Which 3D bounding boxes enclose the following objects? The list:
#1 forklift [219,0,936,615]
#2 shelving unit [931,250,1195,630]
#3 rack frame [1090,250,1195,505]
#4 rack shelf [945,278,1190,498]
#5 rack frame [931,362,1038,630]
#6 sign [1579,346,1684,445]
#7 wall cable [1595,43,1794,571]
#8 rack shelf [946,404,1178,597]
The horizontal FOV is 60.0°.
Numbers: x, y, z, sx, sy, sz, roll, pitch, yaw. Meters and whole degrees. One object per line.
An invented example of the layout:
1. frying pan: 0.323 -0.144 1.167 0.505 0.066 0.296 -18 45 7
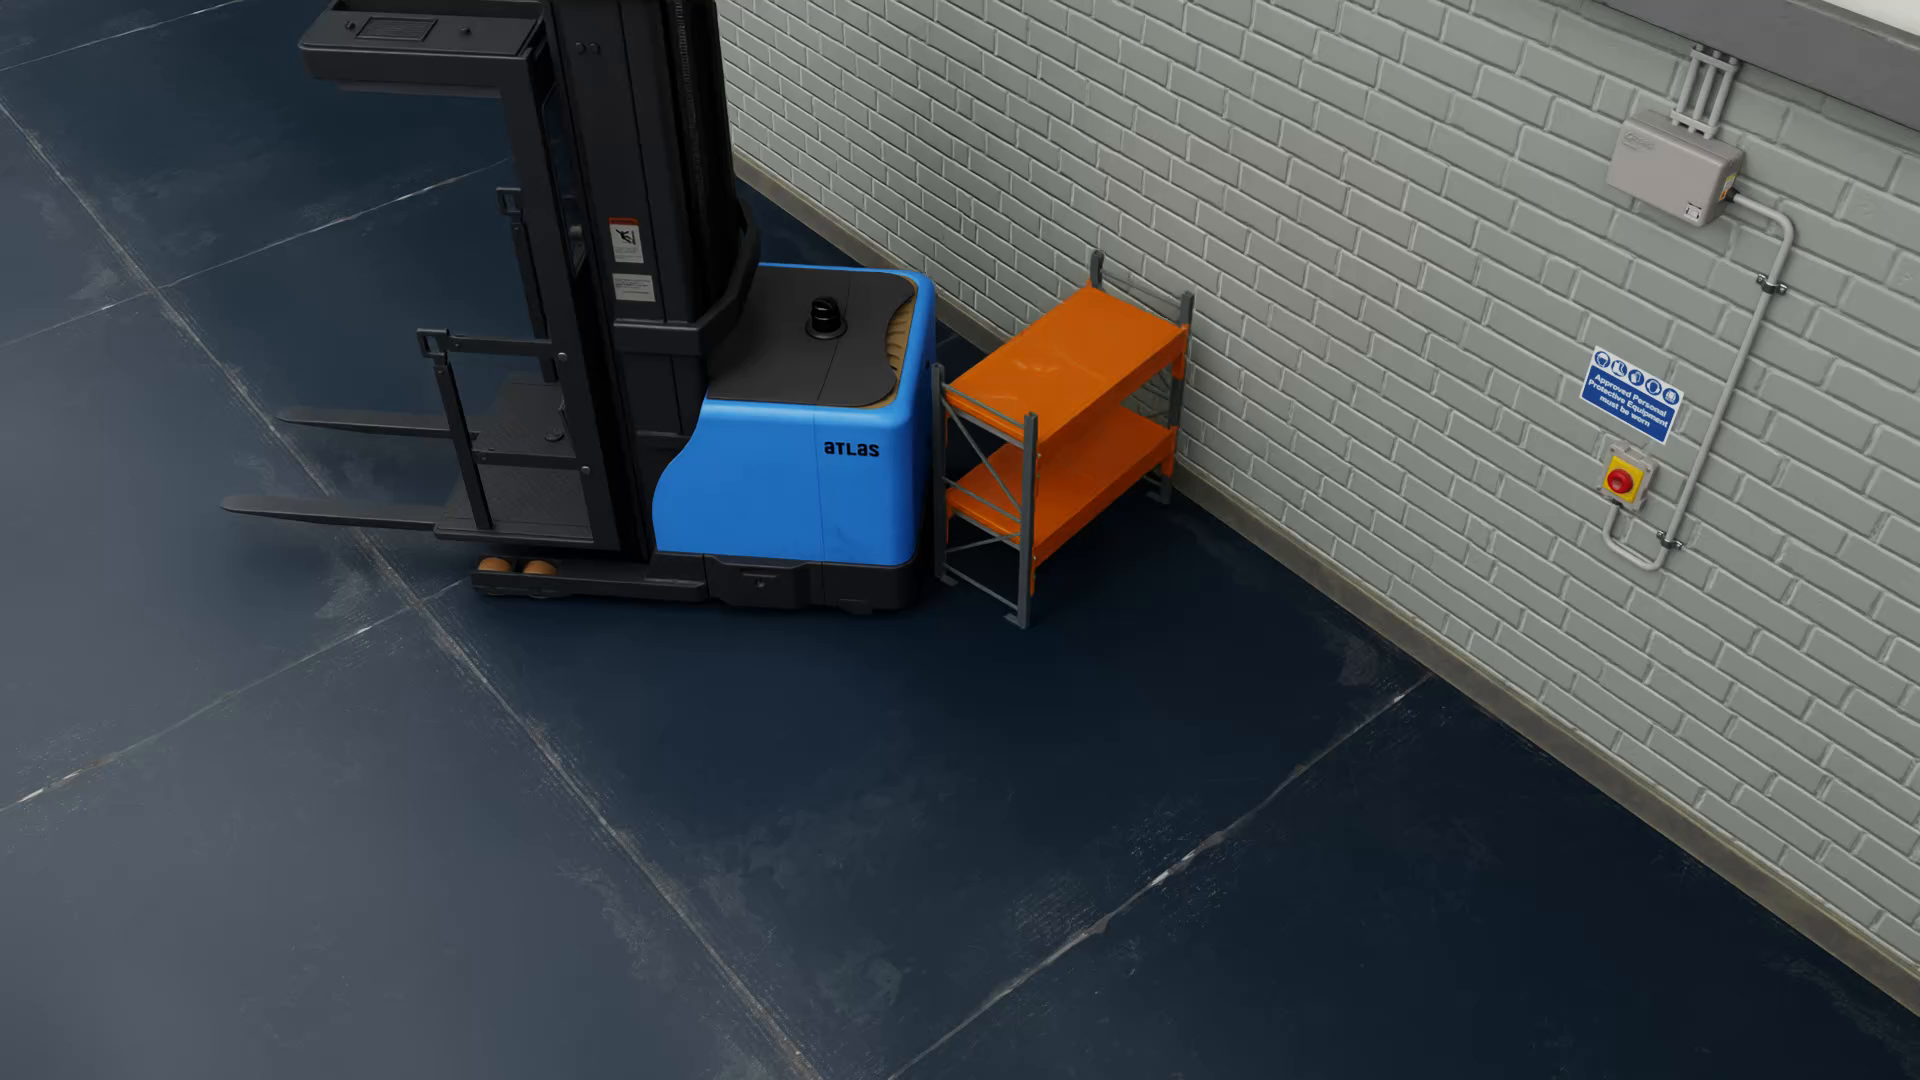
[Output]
1. forklift: -1.640 -1.176 6.415 3.031 2.935 1.130 4 43 4
2. shelving unit: 0.419 -0.421 6.930 0.538 1.125 1.048 30 51 28
3. rack frame: 0.748 -0.686 7.212 0.500 1.125 0.032 30 51 28
4. rack shelf: 0.419 -0.634 6.729 0.538 0.278 1.000 30 51 28
5. rack frame: 0.090 -0.155 6.647 0.500 1.125 0.032 30 51 28
6. sign: 2.183 -0.472 5.418 0.001 0.218 0.327 -30 51 -28
7. wall cable: 2.167 -0.703 5.096 0.123 1.953 0.585 -30 51 -28
8. rack shelf: 0.419 -0.242 7.097 0.538 0.278 1.000 30 51 28
